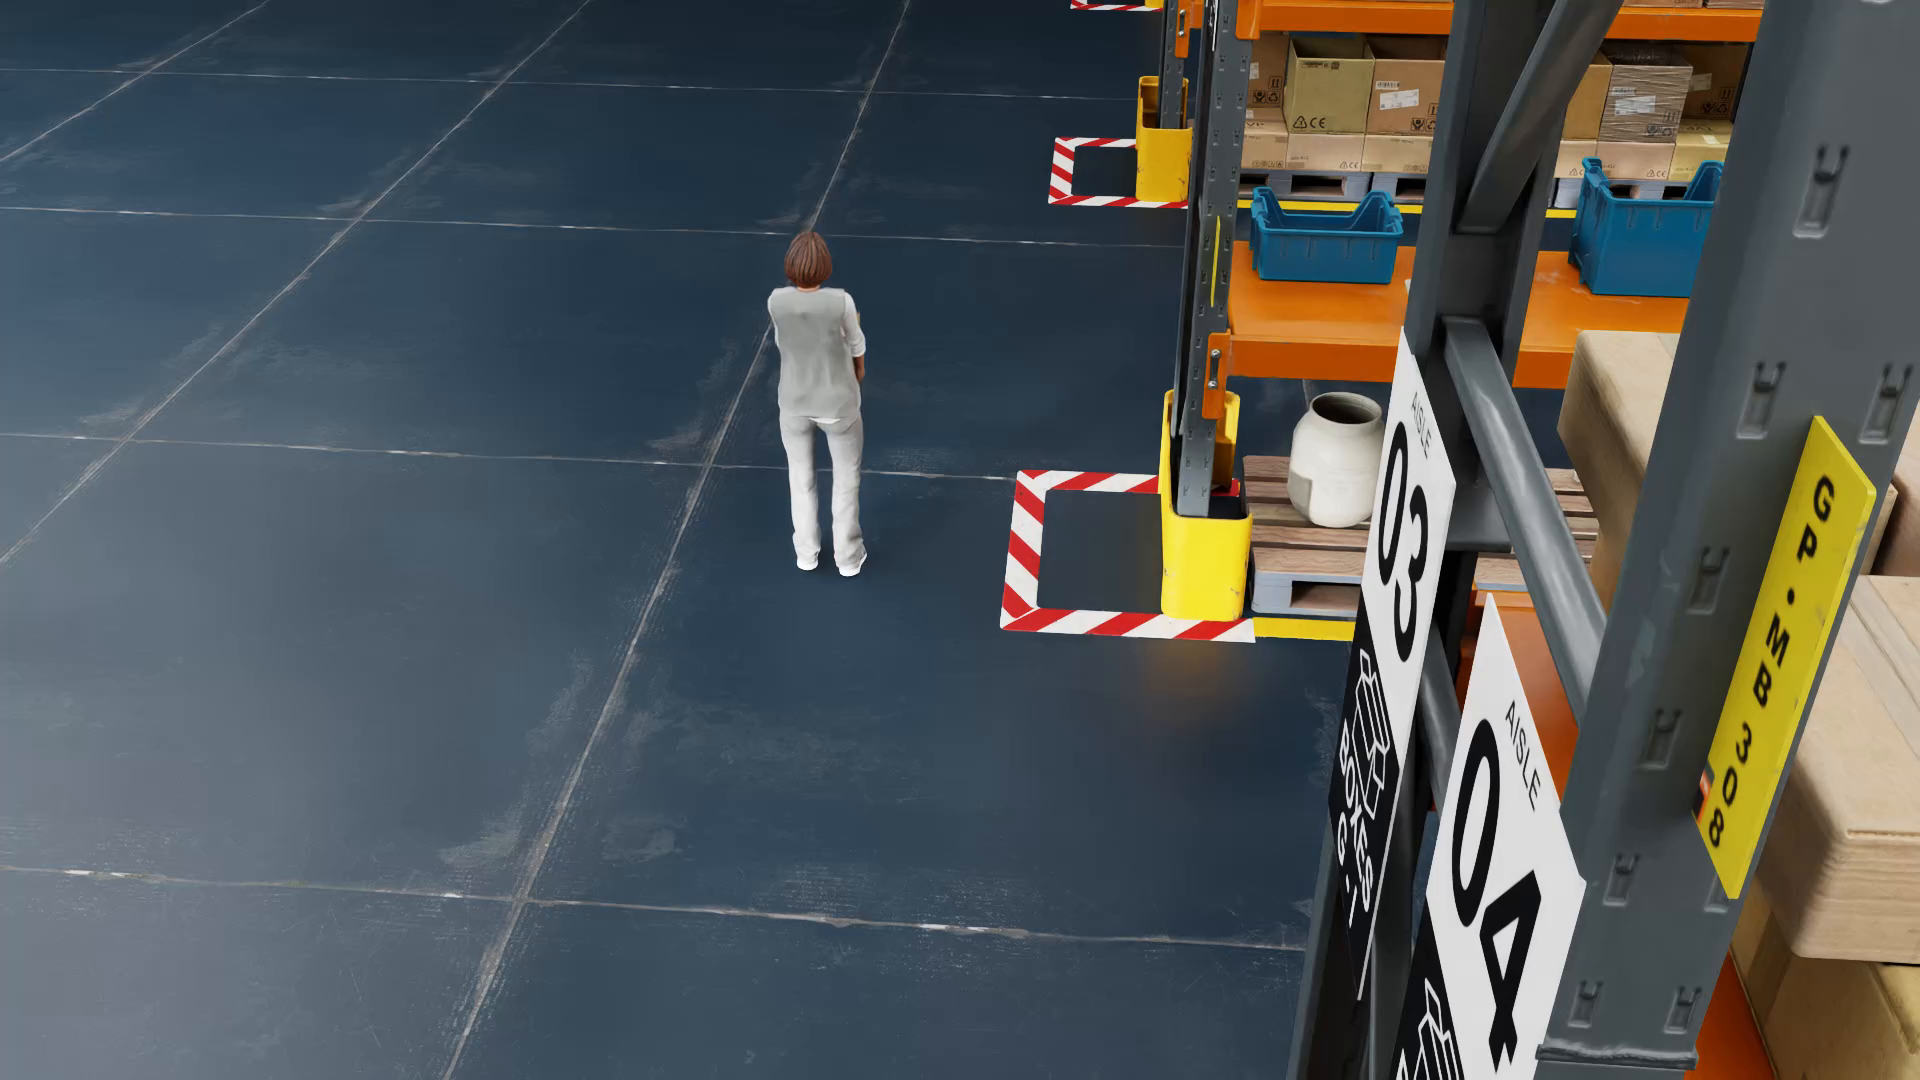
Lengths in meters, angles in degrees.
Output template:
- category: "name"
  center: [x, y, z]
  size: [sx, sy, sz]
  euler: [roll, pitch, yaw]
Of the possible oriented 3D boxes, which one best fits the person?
- category: "person"
  center: [-0.590, -0.600, 7.097]
  size: [0.383, 1.599, 0.494]
  euler: [2, 32, 4]
